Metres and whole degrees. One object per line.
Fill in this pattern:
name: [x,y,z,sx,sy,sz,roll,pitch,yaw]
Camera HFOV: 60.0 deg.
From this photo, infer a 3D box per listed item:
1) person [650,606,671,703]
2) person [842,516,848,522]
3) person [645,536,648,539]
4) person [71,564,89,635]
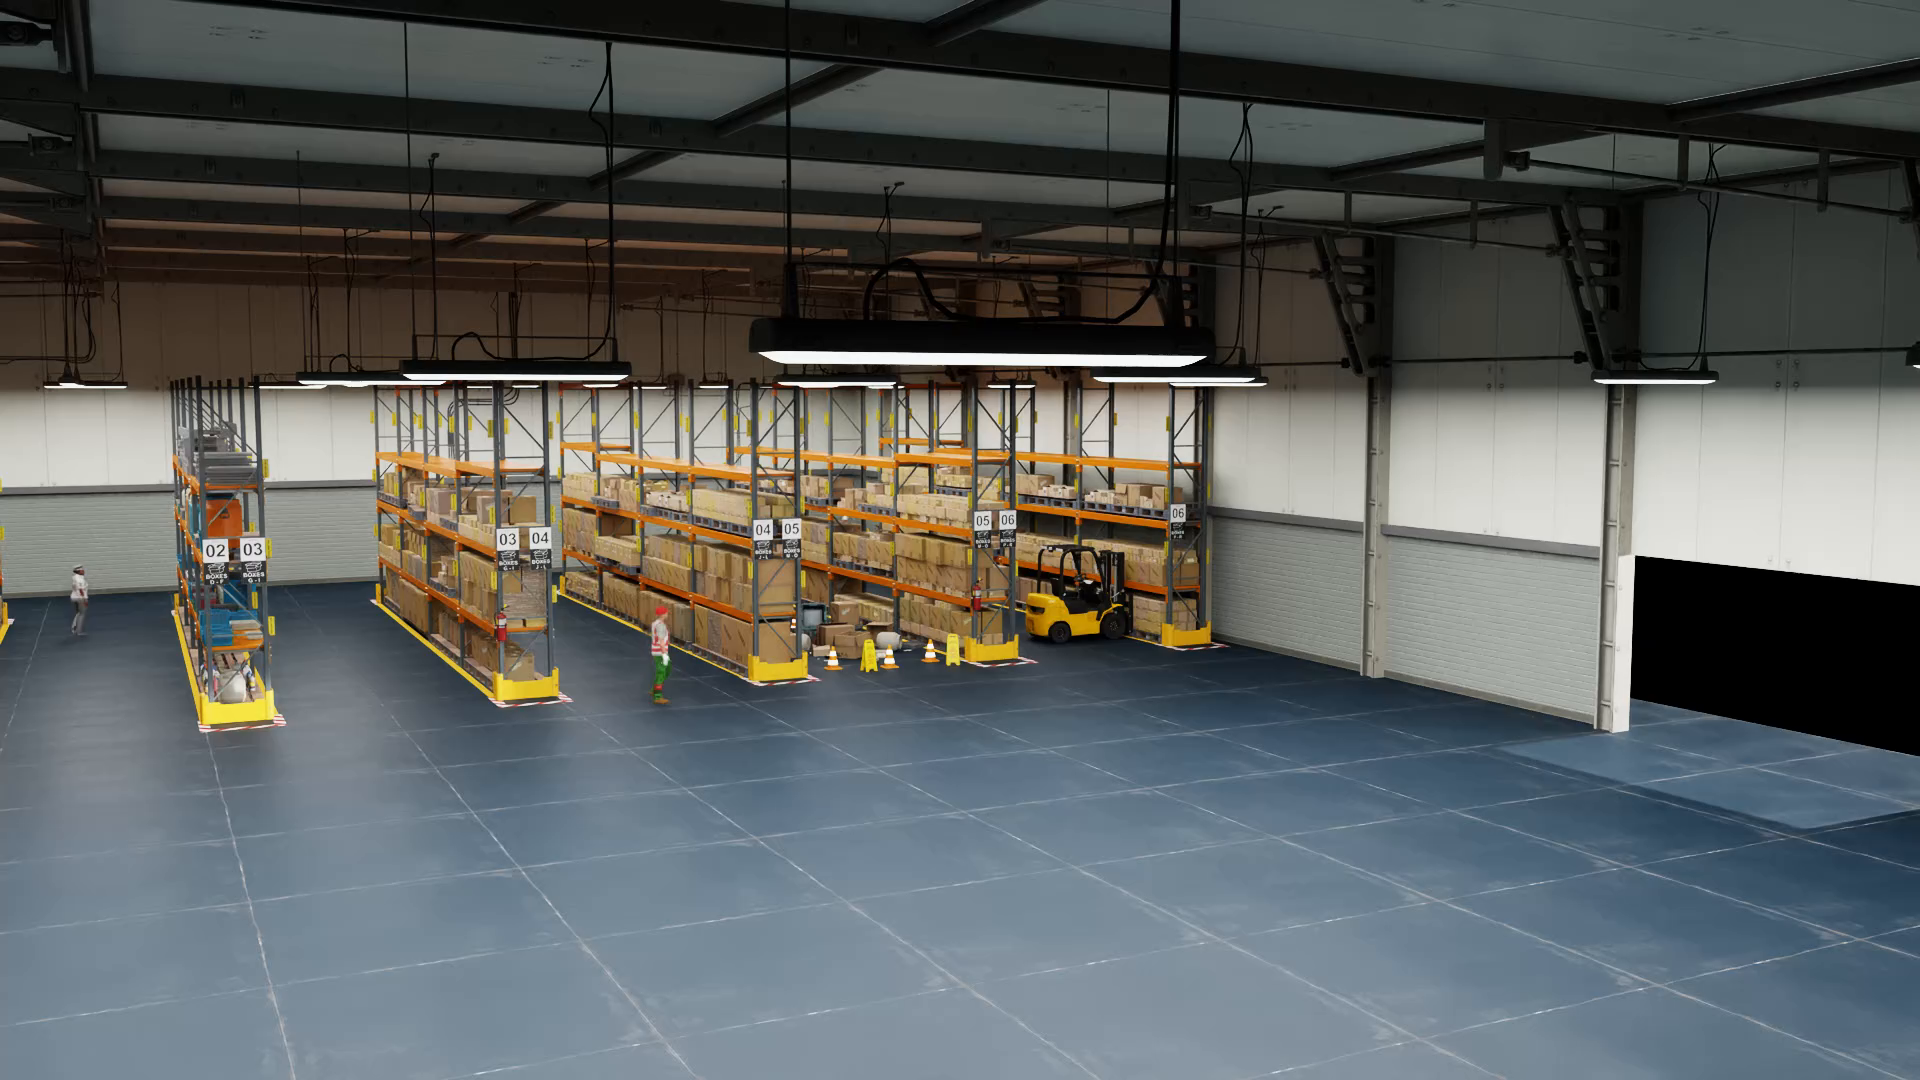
person: [-5.518,2.114,30.670,0.406,1.787,0.661,-1,5,-14]
person: [-3.684,0.097,52.980,0.623,1.738,0.492,0,5,4]
person: [-9.000,0.674,47.721,0.495,1.601,0.348,4,7,39]
person: [-20.653,1.407,39.065,0.460,1.689,0.422,2,5,21]
